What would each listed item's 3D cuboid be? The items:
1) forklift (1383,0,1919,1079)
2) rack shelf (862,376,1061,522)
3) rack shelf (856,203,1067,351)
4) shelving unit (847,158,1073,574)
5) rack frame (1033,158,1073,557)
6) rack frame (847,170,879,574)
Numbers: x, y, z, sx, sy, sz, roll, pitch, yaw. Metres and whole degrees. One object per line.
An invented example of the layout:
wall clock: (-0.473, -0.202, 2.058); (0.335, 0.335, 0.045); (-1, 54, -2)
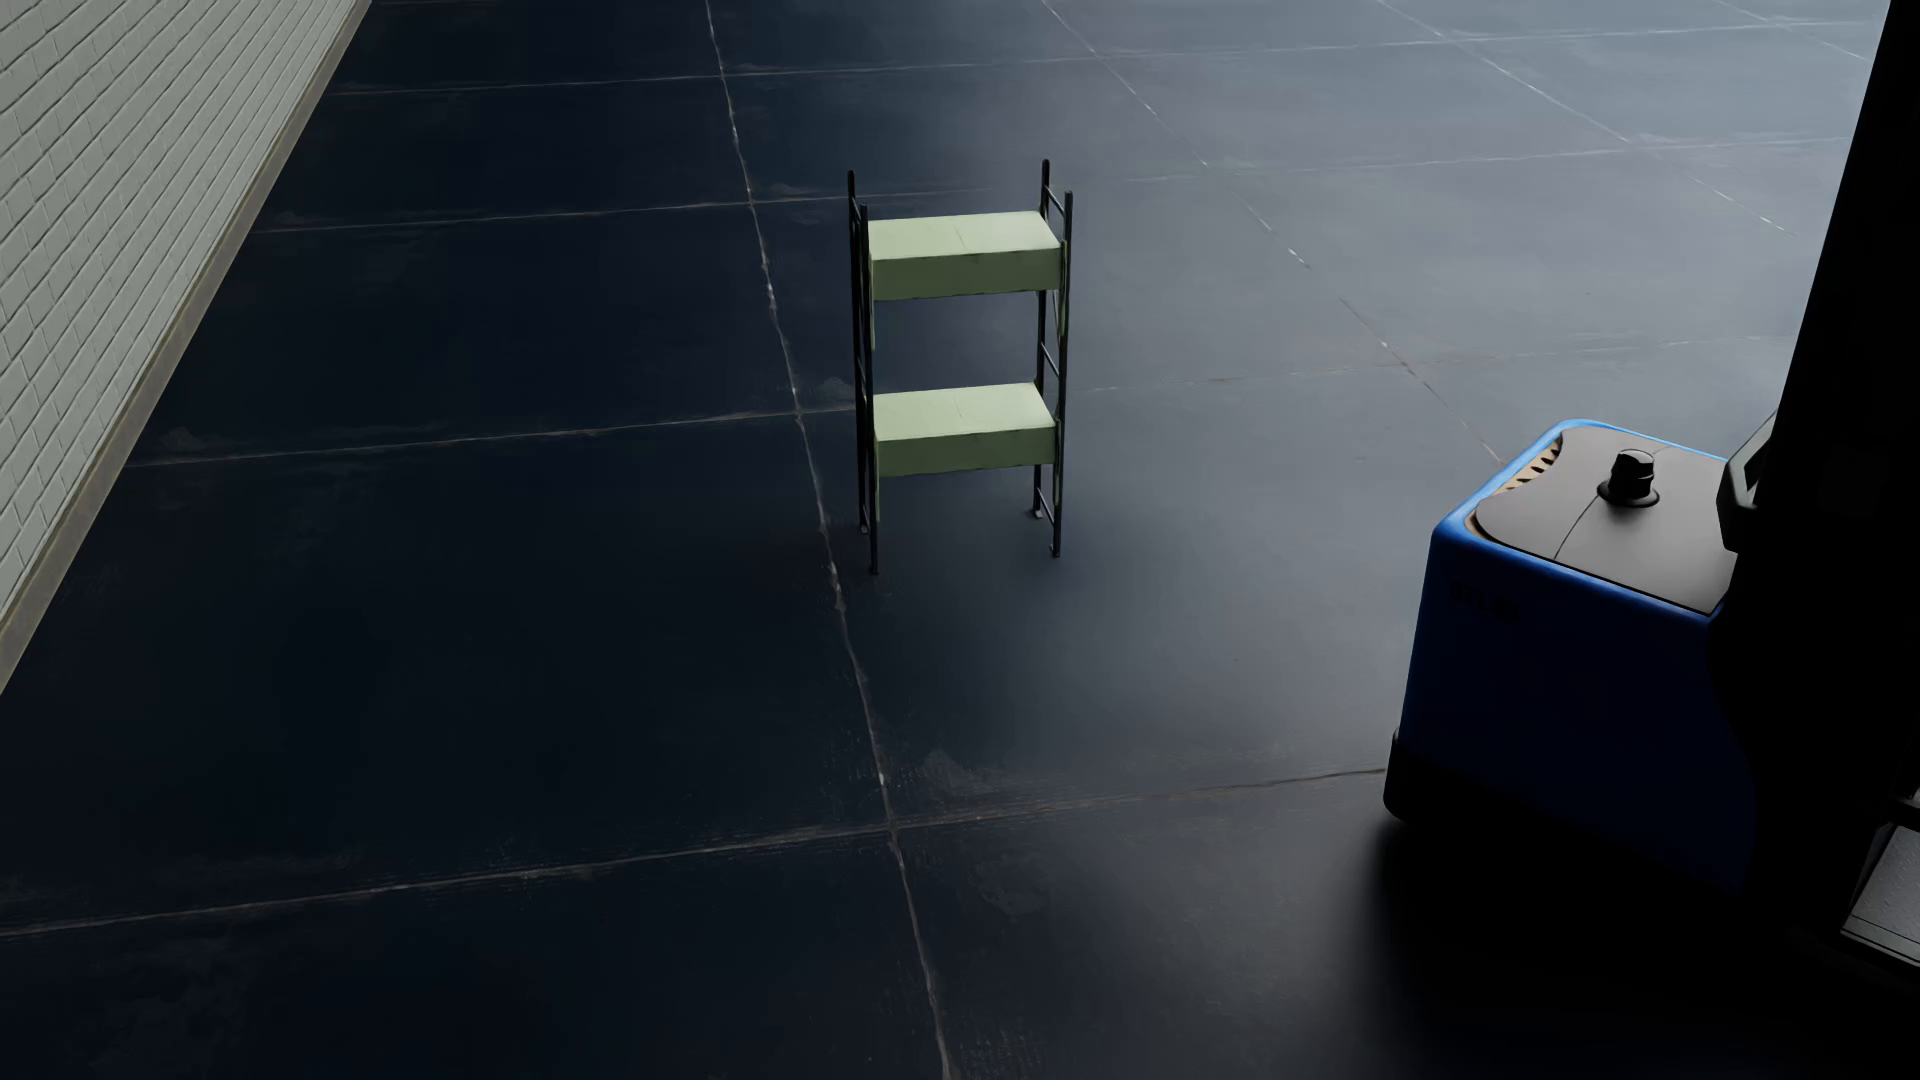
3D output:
forklift: (2.780, -0.080, 3.994); (3.031, 2.935, 1.130); (23, 38, 34)
rack shelf: (-0.007, -0.365, 6.534); (0.720, 0.370, 0.431); (-5, 31, -9)
rack shelf: (-0.007, -0.982, 6.171); (0.720, 0.370, 0.431); (-5, 31, -9)
shelving unit: (-0.007, -0.646, 6.369); (0.755, 1.500, 0.431); (-5, 31, -9)
rack frame: (0.353, -0.679, 6.426); (0.023, 1.500, 0.400); (-5, 31, -9)
rack frame: (-0.367, -0.612, 6.312); (0.023, 1.500, 0.400); (-5, 31, -9)
